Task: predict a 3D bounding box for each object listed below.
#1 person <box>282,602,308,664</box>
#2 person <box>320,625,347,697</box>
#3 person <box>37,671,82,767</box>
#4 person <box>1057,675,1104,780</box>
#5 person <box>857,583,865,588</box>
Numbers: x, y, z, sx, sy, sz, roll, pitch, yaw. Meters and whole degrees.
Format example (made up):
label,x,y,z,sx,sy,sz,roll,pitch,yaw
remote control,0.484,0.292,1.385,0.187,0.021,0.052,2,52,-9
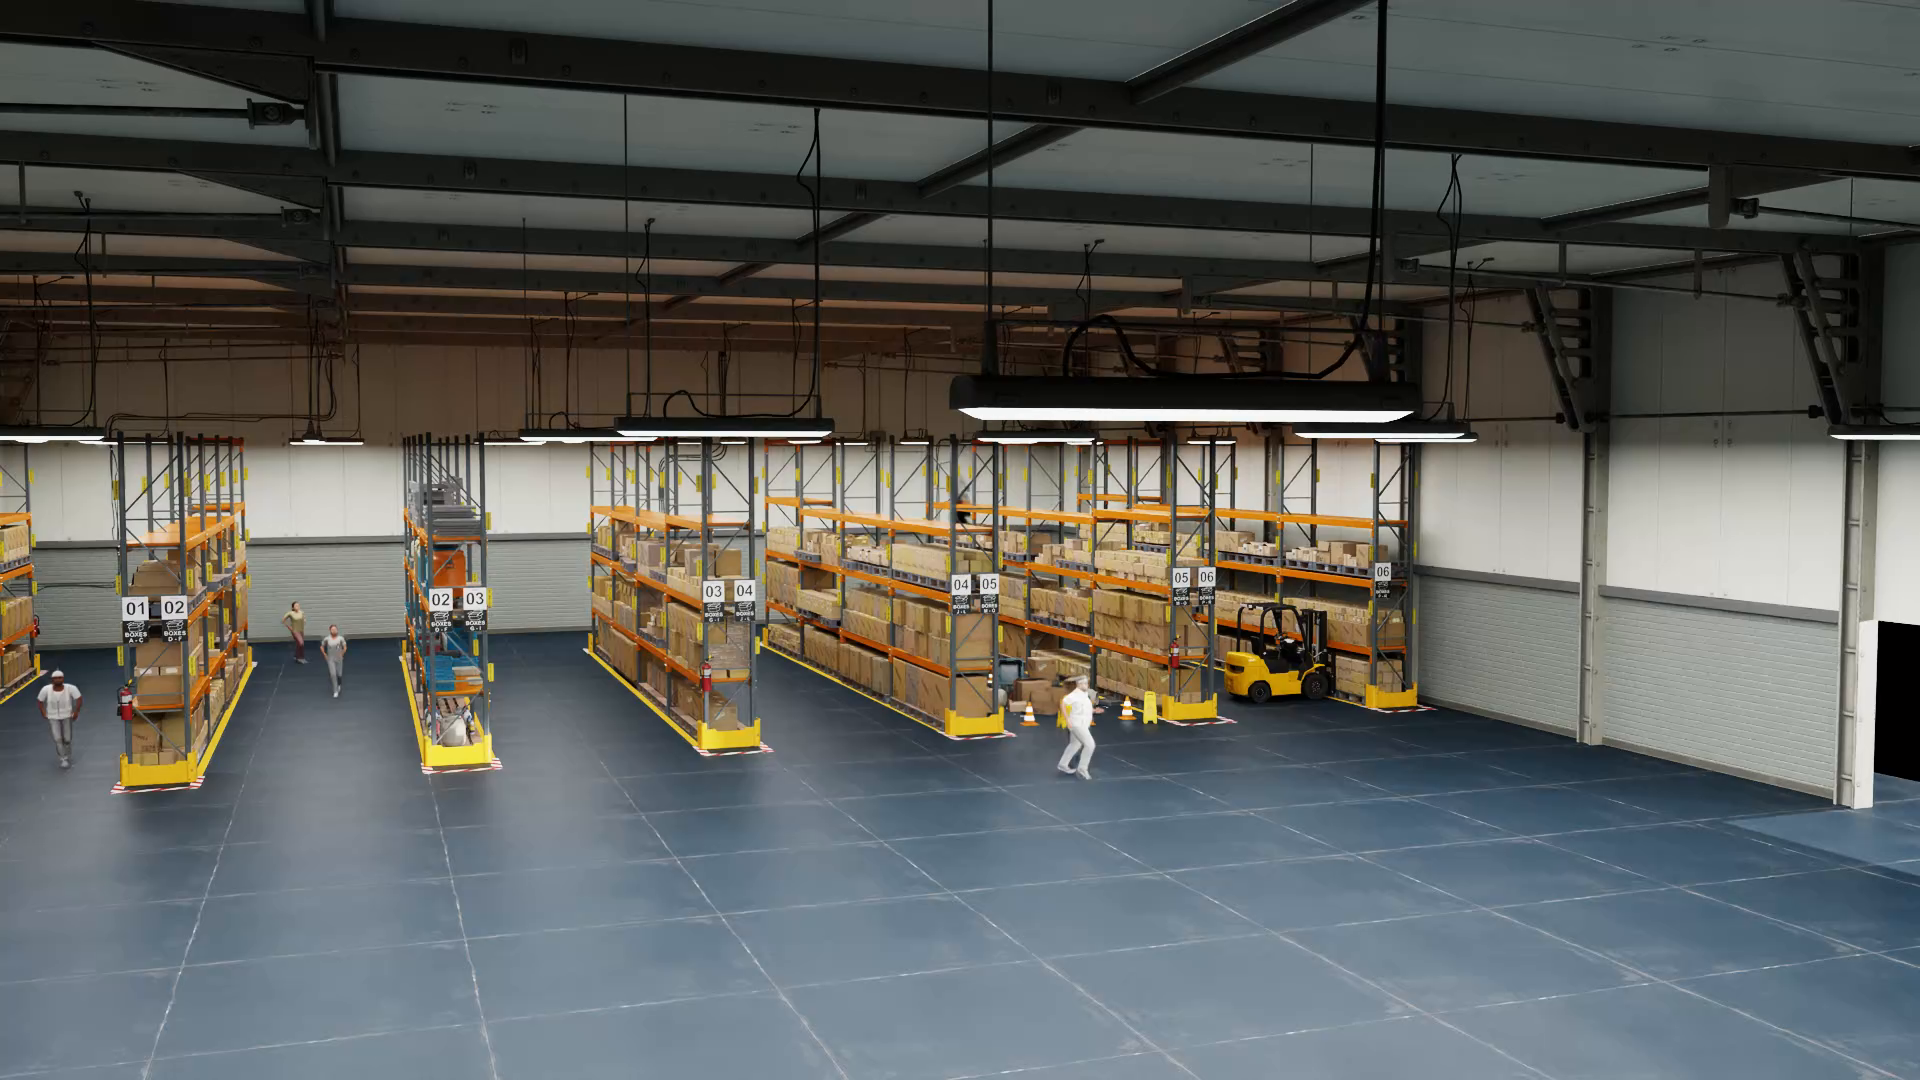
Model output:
label,x,y,z,sx,sy,sz,roll,pitch,yaw
person,-17.607,2.461,44.108,0.662,1.675,0.573,2,4,29
person,-14.464,2.775,38.410,0.574,1.651,0.688,-1,3,-23
person,-16.250,3.204,30.019,0.723,1.729,0.686,-1,3,-25
person,2.085,3.249,28.864,0.854,1.840,0.628,1,3,17
person,-2.969,2.130,50.551,0.604,1.617,0.600,-1,3,-18
